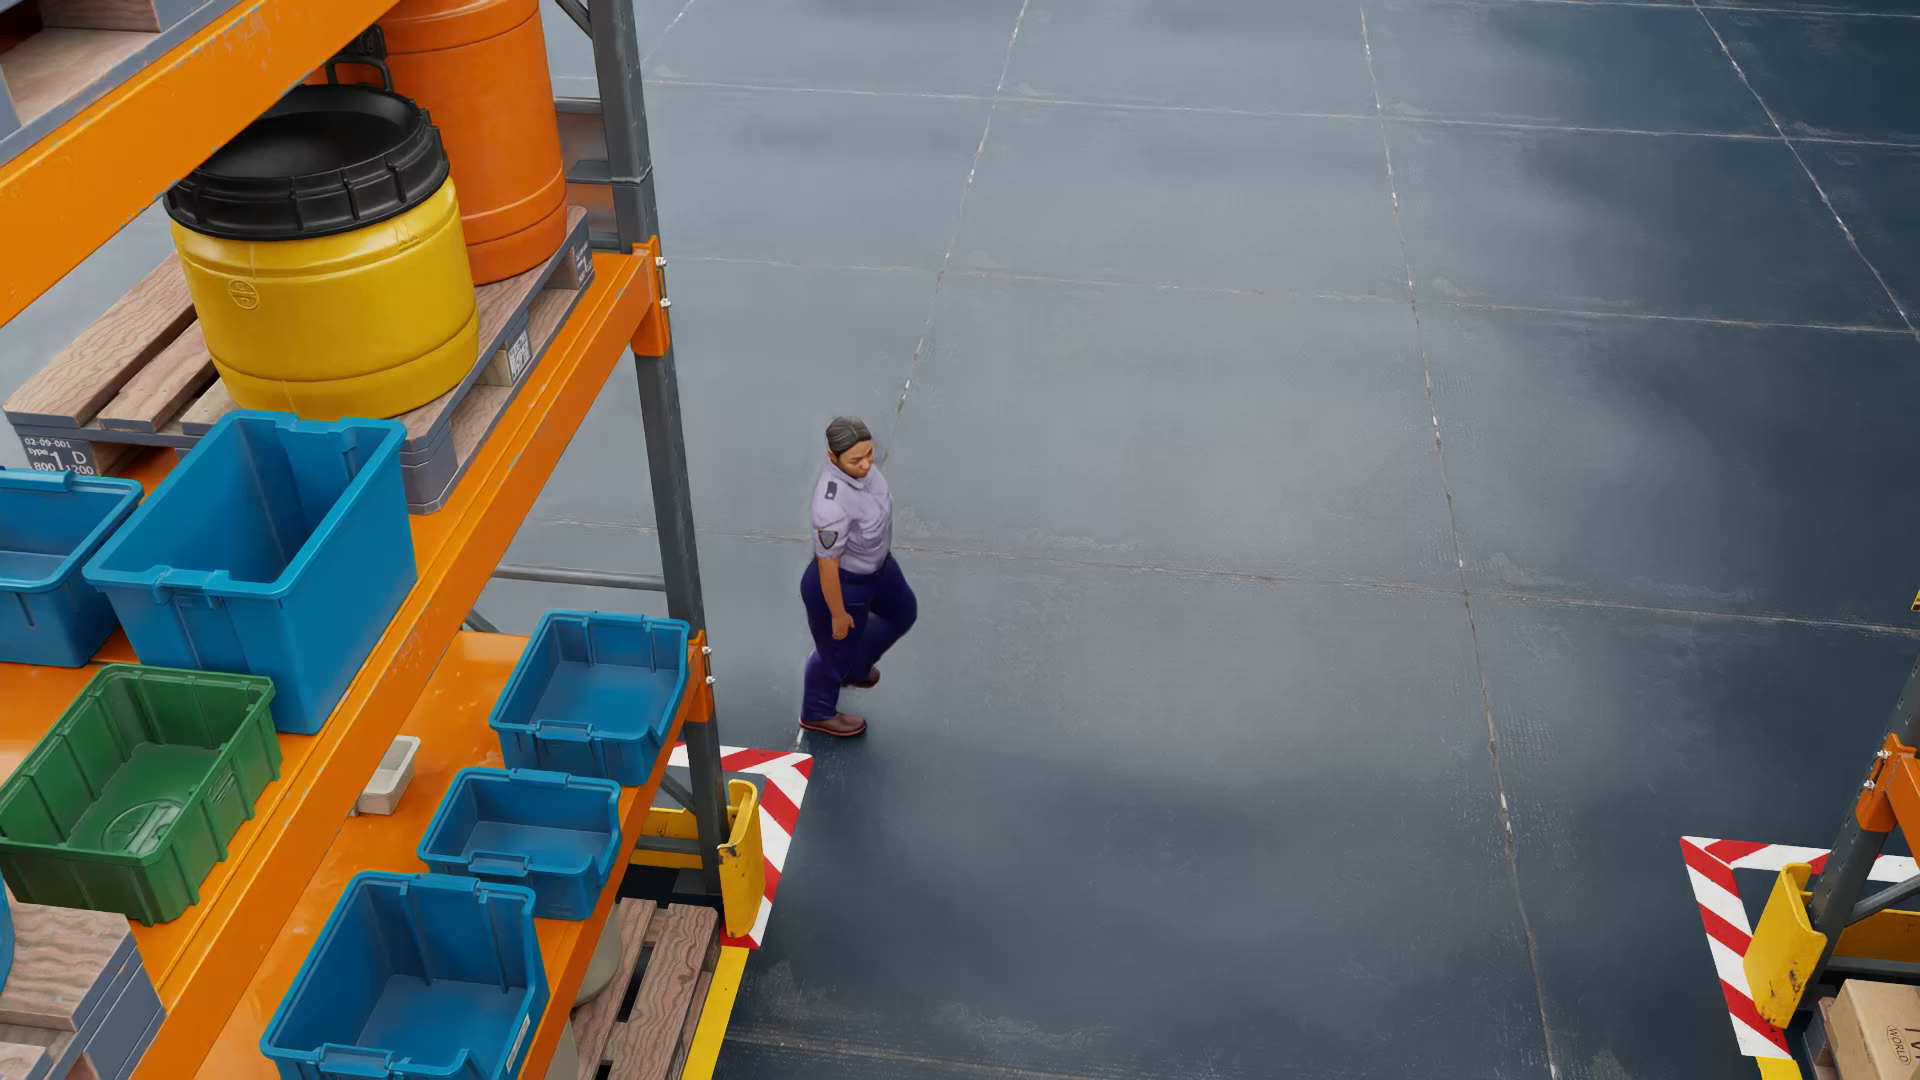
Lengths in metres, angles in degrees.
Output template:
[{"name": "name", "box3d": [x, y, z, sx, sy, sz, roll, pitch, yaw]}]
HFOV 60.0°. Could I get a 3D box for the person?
[{"name": "person", "box3d": [-0.454, 0.142, 6.838, 0.483, 1.635, 0.608, 8, 37, 11]}]
